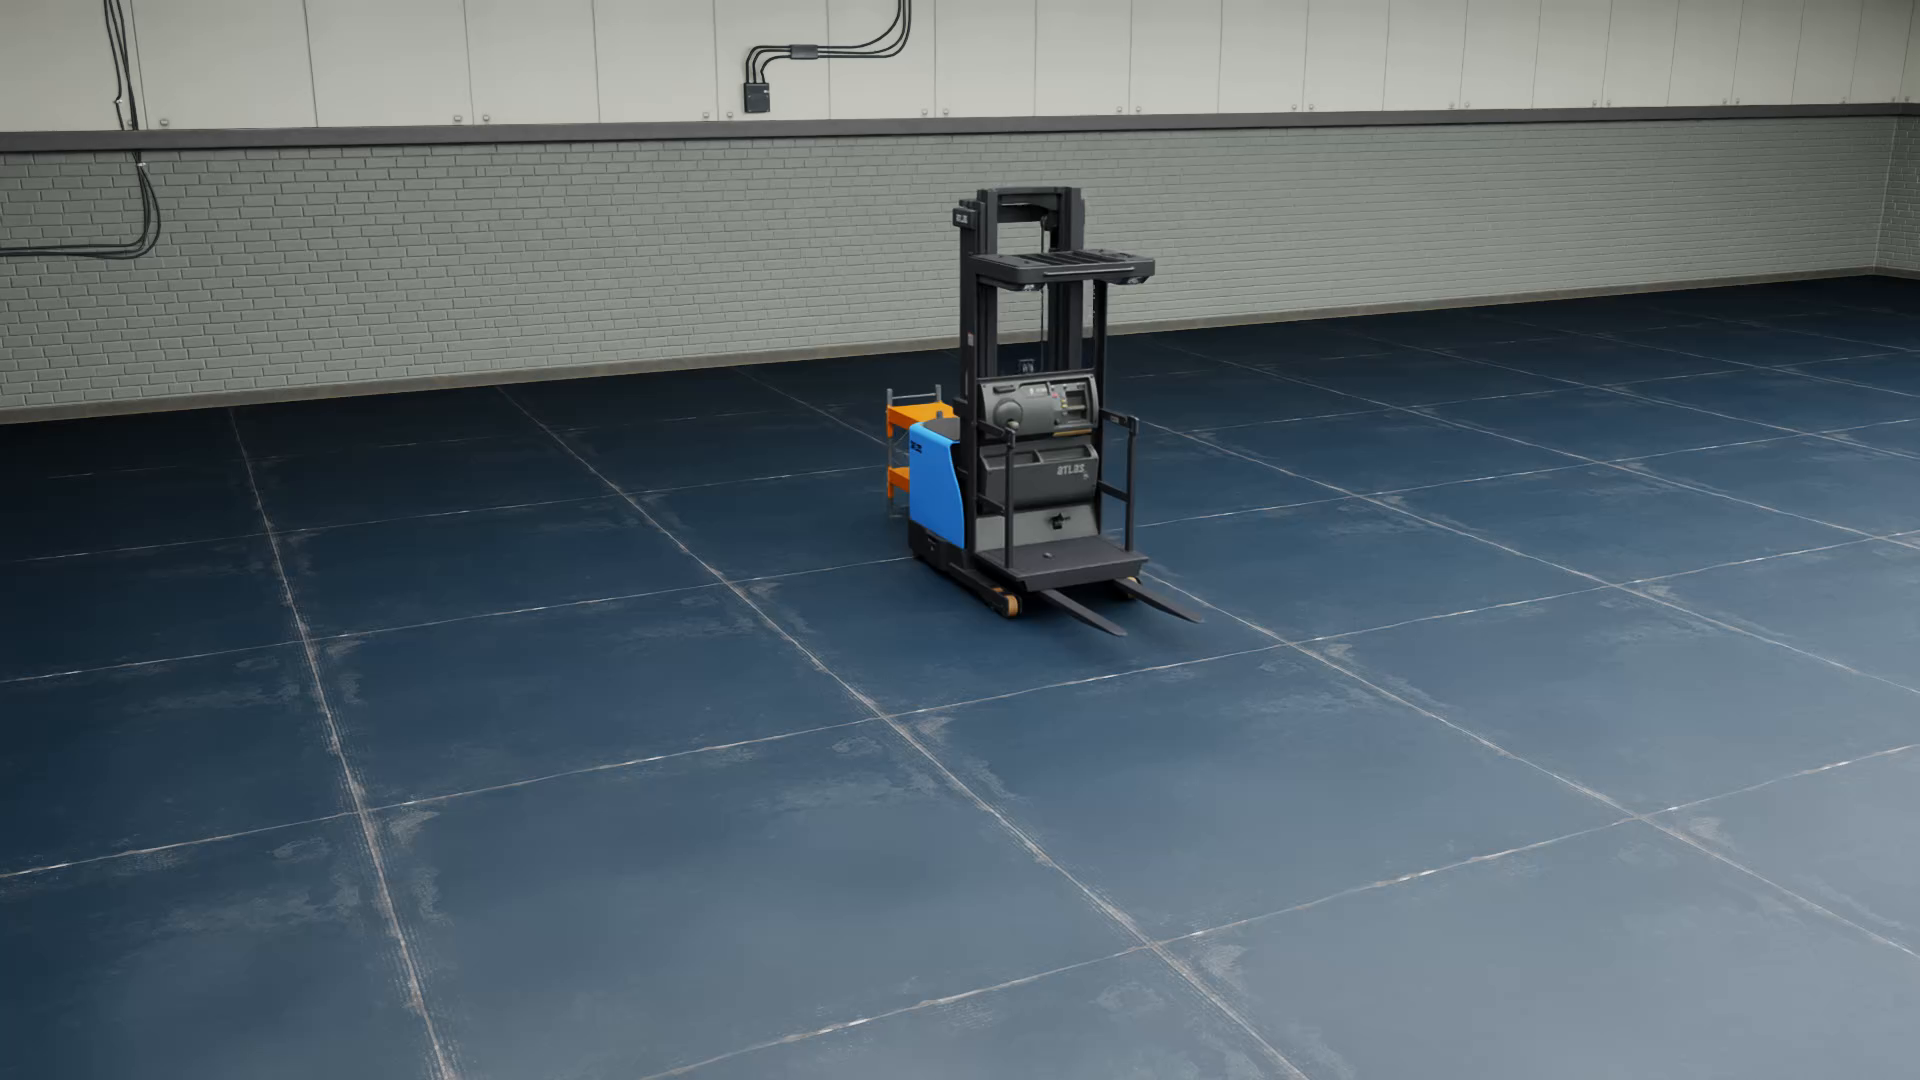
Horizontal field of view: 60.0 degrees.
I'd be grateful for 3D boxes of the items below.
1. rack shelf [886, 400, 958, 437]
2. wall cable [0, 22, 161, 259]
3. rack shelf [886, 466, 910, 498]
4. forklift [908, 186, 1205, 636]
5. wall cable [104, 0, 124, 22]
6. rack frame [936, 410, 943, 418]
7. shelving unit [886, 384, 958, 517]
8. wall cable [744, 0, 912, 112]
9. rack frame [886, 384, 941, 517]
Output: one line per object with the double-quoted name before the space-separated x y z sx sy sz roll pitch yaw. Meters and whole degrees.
"rack shelf" -0.177 -0.924 13.871 0.538 0.278 1.000 -8 18 -25
"wall cable" -10.185 -4.122 17.431 3.097 2.526 0.112 -8 18 -25
"rack shelf" -0.177 -0.408 14.019 0.538 0.278 1.000 -8 18 -25
"forklift" 0.676 -0.992 11.893 1.130 2.935 3.031 -8 18 -25
"wall cable" -7.753 -6.877 17.873 3.097 2.526 0.112 -8 18 -25
"rack frame" 0.043 -0.517 13.511 0.500 1.125 0.032 -8 18 -25
"shelving unit" -0.177 -0.643 13.952 0.538 1.125 1.048 -8 18 -25
"wall cable" -1.644 -8.393 20.517 2.305 6.003 0.169 -8 18 -25
"rack frame" -0.397 -0.769 14.393 0.500 1.125 0.032 -8 18 -25
